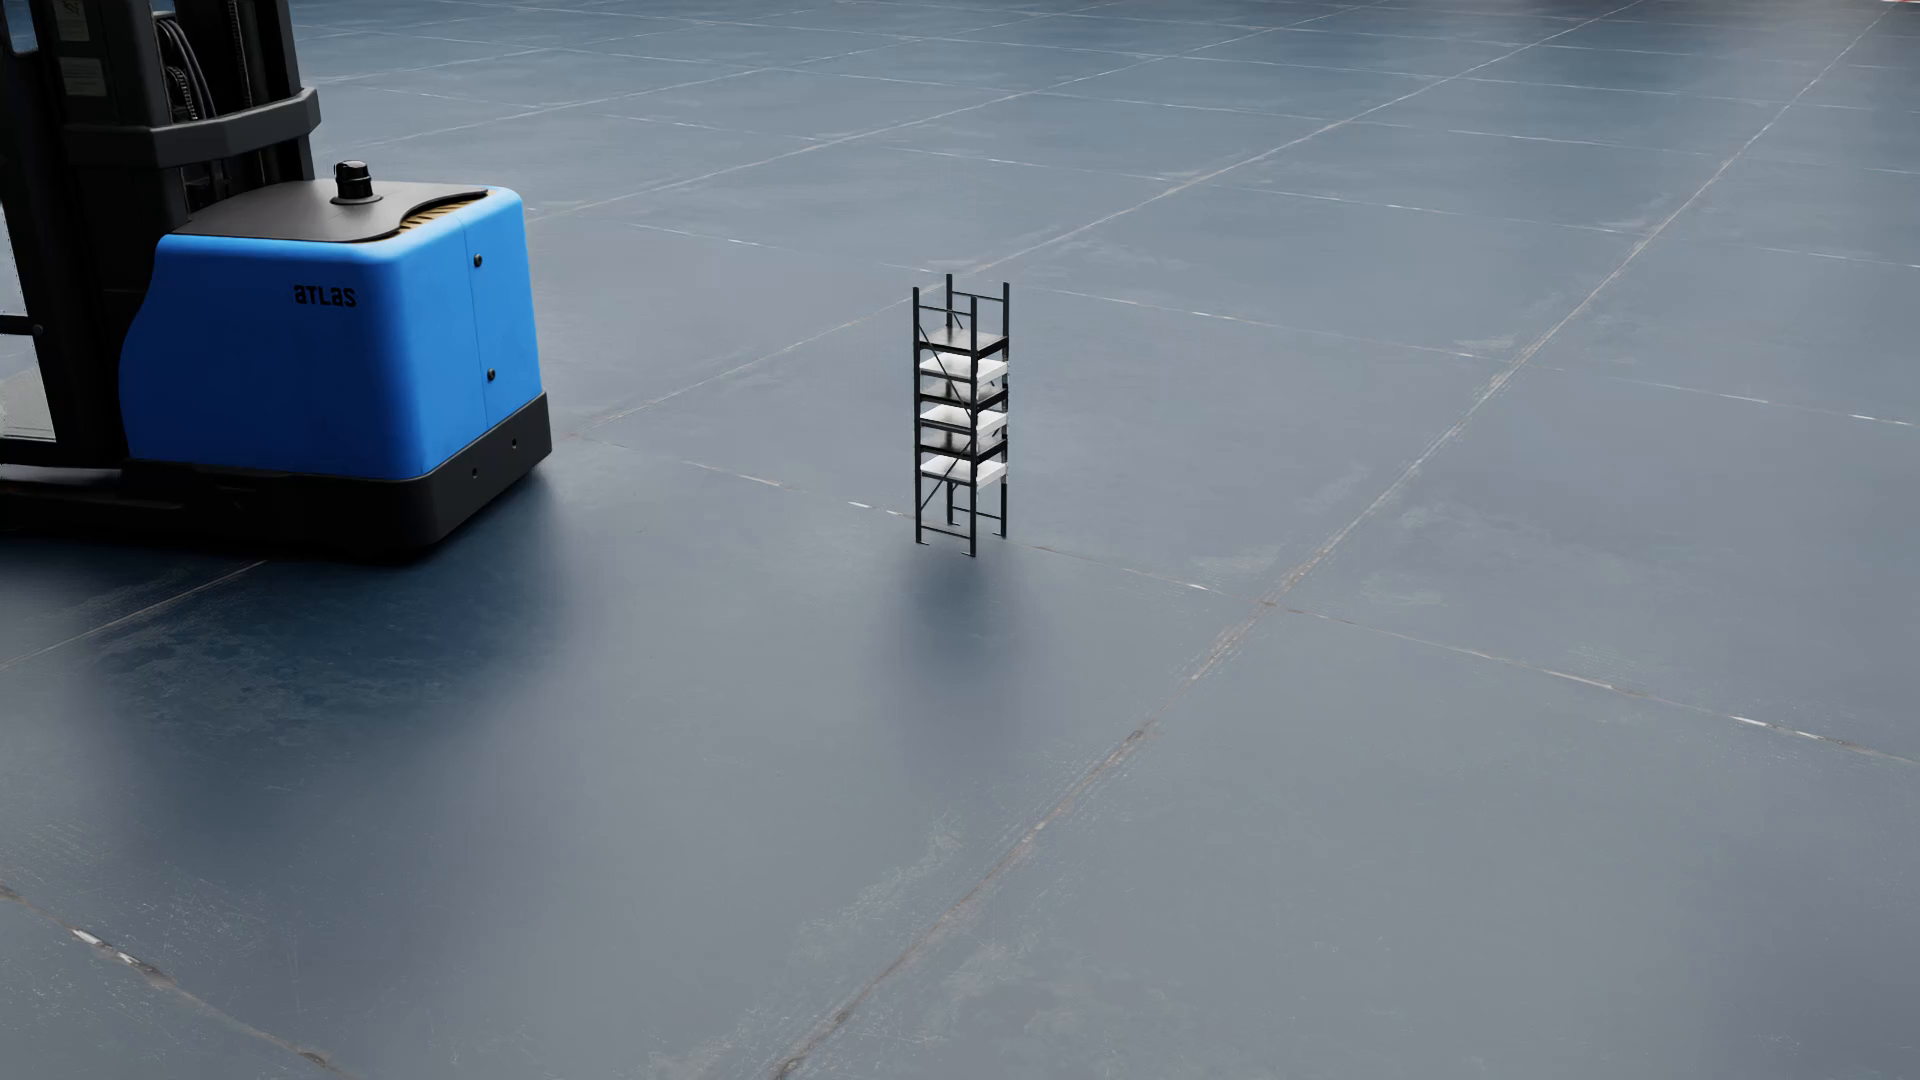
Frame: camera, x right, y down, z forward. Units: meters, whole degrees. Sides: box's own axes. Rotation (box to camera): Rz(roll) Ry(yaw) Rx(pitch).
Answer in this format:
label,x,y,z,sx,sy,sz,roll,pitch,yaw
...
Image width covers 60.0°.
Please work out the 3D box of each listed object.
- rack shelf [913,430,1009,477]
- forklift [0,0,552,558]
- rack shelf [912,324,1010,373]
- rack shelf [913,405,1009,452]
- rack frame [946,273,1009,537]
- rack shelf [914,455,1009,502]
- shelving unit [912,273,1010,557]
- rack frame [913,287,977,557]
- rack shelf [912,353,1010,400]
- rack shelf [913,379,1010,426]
label,x,y,z,sx,sy,sz,roll,pitch,yaw
rack shelf,0.004,-0.303,5.627,0.258,0.077,0.200,14,27,29
forklift,-3.129,-1.572,5.692,3.031,2.935,1.130,5,24,11
rack shelf,0.004,-0.633,5.484,0.258,0.077,0.200,14,27,29
rack shelf,0.004,-0.385,5.591,0.258,0.077,0.200,14,27,29
rack frame,0.058,-0.450,5.657,0.240,0.900,0.006,14,27,29
rack shelf,0.004,-0.220,5.662,0.258,0.077,0.200,14,27,29
shelving unit,0.004,-0.416,5.578,0.258,0.900,0.210,14,27,29
rack frame,-0.049,-0.381,5.498,0.240,0.900,0.006,14,27,29
rack shelf,0.004,-0.550,5.519,0.258,0.077,0.200,14,27,29
rack shelf,0.004,-0.468,5.555,0.258,0.077,0.200,14,27,29
